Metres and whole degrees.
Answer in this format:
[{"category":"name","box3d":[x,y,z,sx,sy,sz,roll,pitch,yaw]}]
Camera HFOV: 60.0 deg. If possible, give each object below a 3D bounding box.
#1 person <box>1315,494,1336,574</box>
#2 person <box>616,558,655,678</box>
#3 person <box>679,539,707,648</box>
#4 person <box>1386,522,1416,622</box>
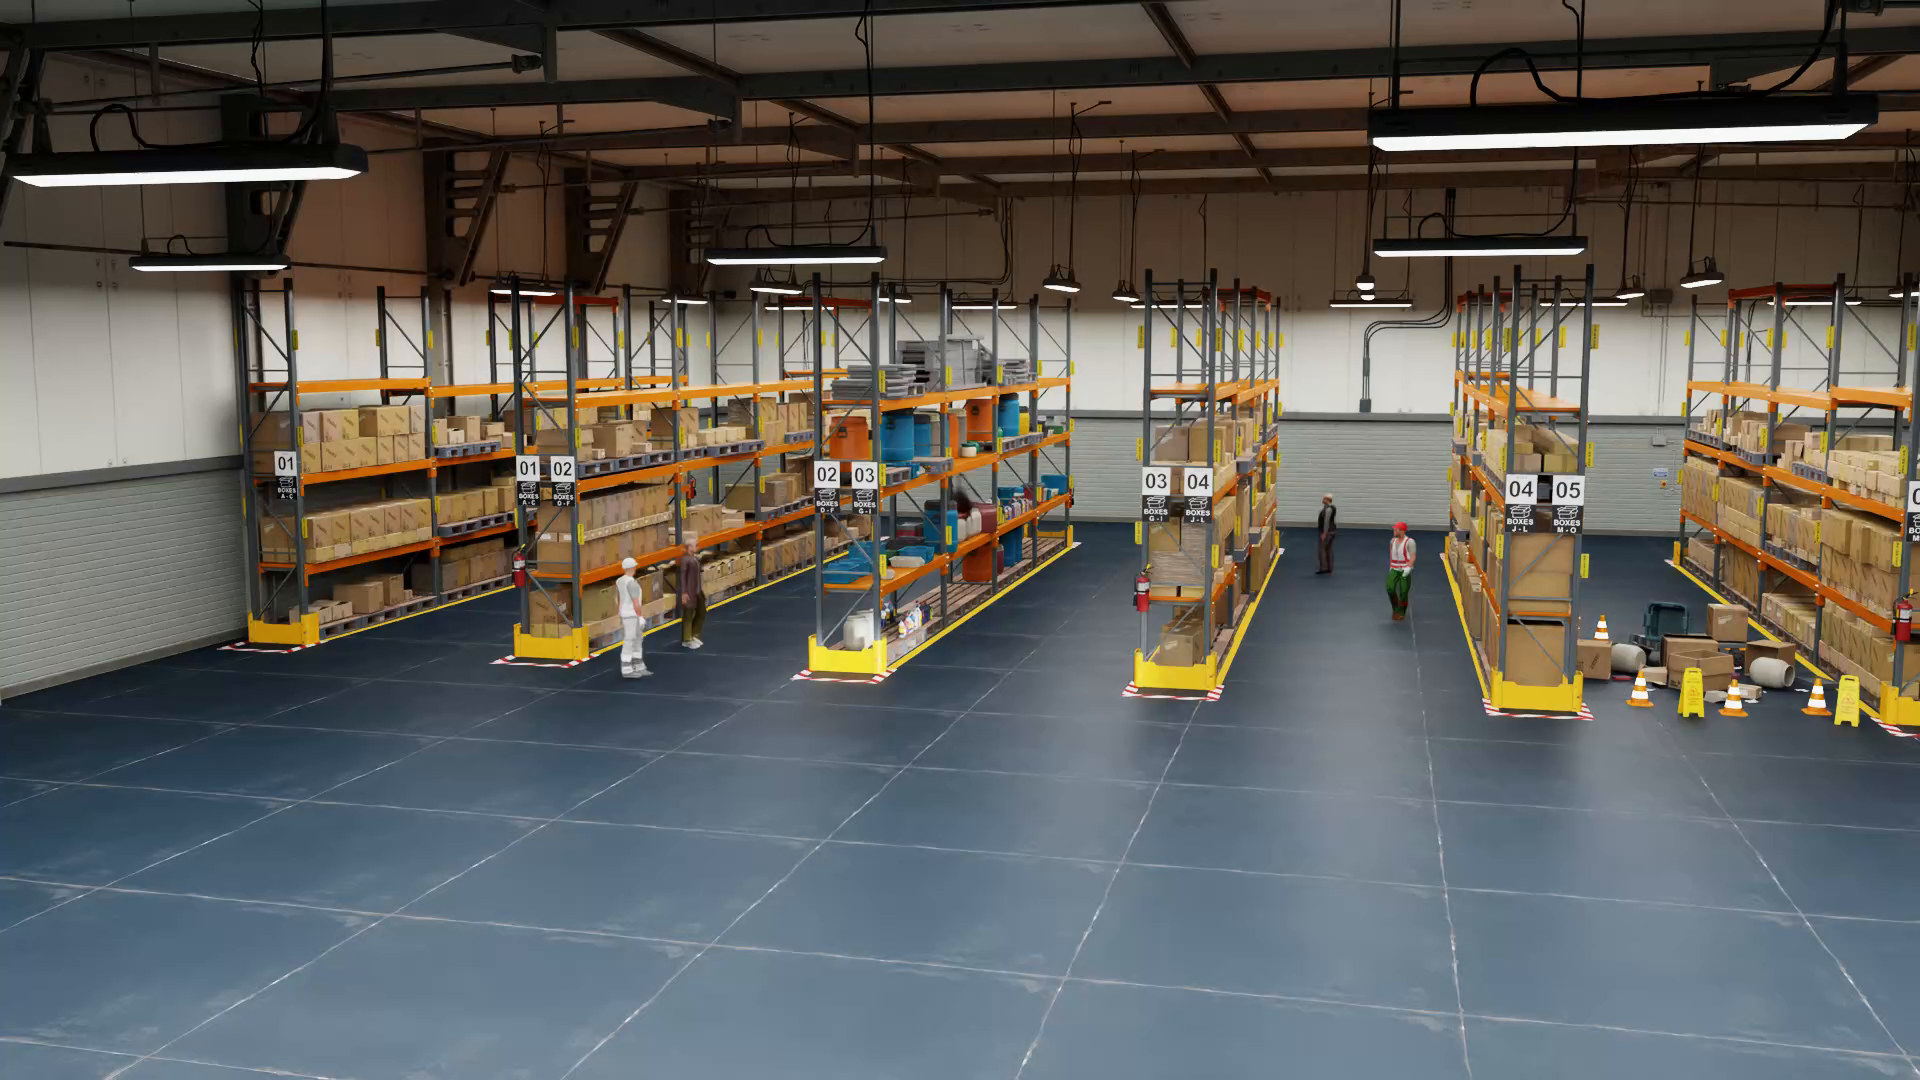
[{"category":"person","box3d":[7.892,-0.124,35.848,0.394,1.766,0.599,4,8,28]},{"category":"person","box3d":[-4.819,1.170,24.738,0.541,1.827,0.535,-2,7,-15]},{"category":"person","box3d":[-4.420,0.883,27.221,0.439,1.819,0.681,2,7,17]},{"category":"person","box3d":[7.879,0.572,29.675,0.507,1.795,0.657,3,8,24]}]
